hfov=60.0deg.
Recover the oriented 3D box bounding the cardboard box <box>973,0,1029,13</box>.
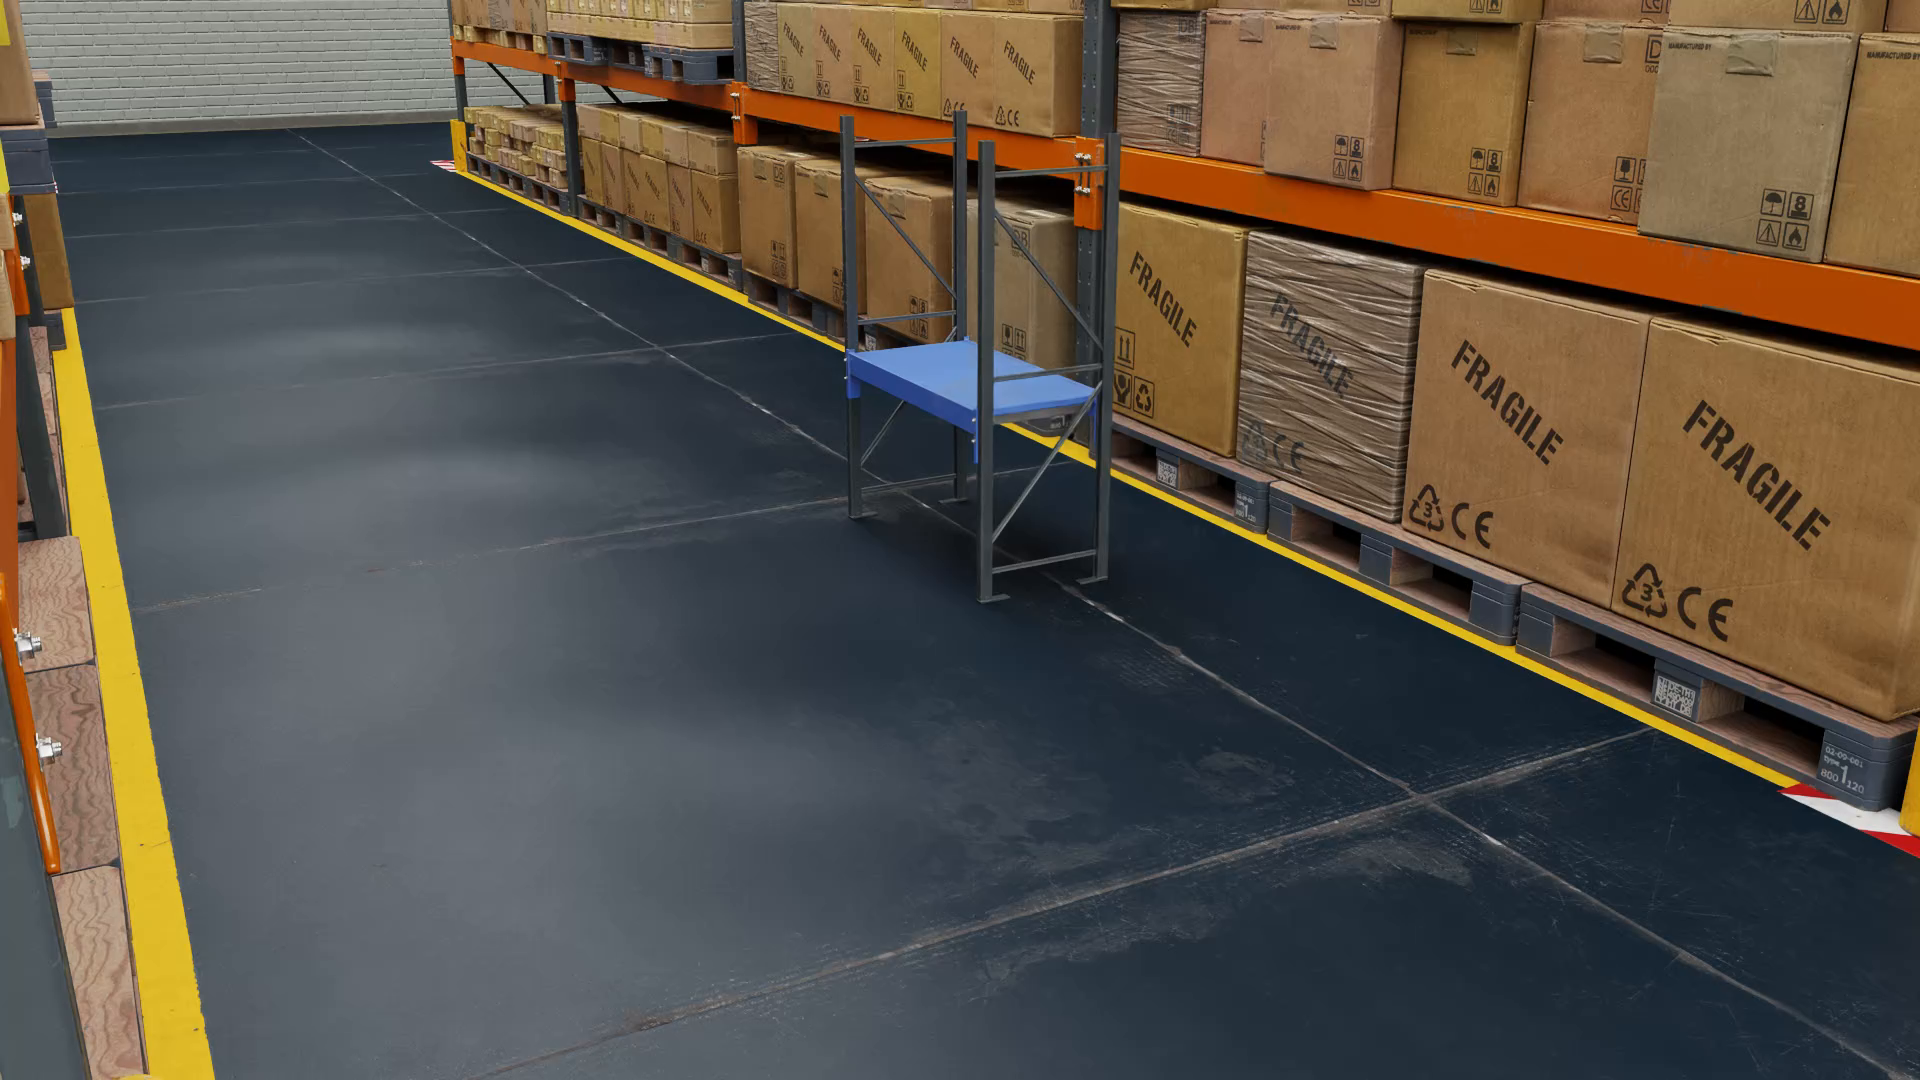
[{"bbox_3d":[0.485,-2.723,7.737,0.700,0.500,0.500,-10,22,-28],"label":"cardboard box"}]

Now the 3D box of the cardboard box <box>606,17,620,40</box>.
[{"bbox_3d":[-2.303,-3.659,11.878,0.380,0.149,0.250,-11,22,-29],"label":"cardboard box"}]

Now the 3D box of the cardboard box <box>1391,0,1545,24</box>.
[{"bbox_3d":[1.874,-1.917,5.202,0.875,0.550,0.500,-10,21,-27],"label":"cardboard box"}]

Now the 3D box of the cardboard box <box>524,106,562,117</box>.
[{"bbox_3d":[-4.184,-4.297,16.800,0.380,0.149,0.250,-10,21,-26],"label":"cardboard box"}]

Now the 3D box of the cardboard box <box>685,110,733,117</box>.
[{"bbox_3d":[-1.755,-3.108,12.578,0.500,0.250,0.500,-11,22,-29],"label":"cardboard box"}]

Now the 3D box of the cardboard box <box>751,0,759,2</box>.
[{"bbox_3d":[-1.241,-3.606,11.268,0.380,0.149,0.250,-11,22,-28],"label":"cardboard box"}]

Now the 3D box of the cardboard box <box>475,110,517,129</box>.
[{"bbox_3d":[-4.533,-4.135,16.331,0.380,0.149,0.250,-10,21,-27],"label":"cardboard box"}]

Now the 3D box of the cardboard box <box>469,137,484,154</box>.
[{"bbox_3d":[-4.760,-4.009,16.879,0.380,0.149,0.250,-10,21,-26],"label":"cardboard box"}]

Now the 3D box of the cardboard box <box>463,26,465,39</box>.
[{"bbox_3d":[-4.704,-5.029,16.493,0.380,0.149,0.250,-9,21,-25],"label":"cardboard box"}]

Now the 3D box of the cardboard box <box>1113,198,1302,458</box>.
[{"bbox_3d":[1.209,-0.916,6.802,0.875,0.875,0.875,-10,21,-26],"label":"cardboard box"}]

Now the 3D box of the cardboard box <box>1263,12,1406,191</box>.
[{"bbox_3d":[1.591,-1.553,5.803,0.875,0.550,0.550,-10,21,-27],"label":"cardboard box"}]

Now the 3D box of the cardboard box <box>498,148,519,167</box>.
[{"bbox_3d":[-4.168,-3.643,15.817,0.380,0.149,0.250,-11,22,-29],"label":"cardboard box"}]

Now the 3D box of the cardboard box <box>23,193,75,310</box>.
[{"bbox_3d":[-5.650,-1.718,9.126,1.225,0.875,0.875,-11,22,-29],"label":"cardboard box"}]

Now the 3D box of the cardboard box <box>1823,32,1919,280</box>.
[{"bbox_3d":[2.655,-0.936,4.015,0.875,0.550,0.550,-10,21,-27],"label":"cardboard box"}]

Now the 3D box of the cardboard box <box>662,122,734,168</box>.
[{"bbox_3d":[-1.733,-2.732,11.490,0.500,0.250,0.500,-10,21,-26],"label":"cardboard box"}]

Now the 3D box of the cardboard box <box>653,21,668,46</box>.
[{"bbox_3d":[-1.805,-3.357,11.004,0.380,0.149,0.250,-10,21,-26],"label":"cardboard box"}]

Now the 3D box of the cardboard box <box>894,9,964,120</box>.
[{"bbox_3d":[0.009,-2.359,8.217,0.500,0.500,0.500,-10,21,-26],"label":"cardboard box"}]

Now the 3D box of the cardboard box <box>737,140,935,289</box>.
[{"bbox_3d":[-0.718,-2.008,10.158,1.050,0.750,0.750,-10,22,-27],"label":"cardboard box"}]

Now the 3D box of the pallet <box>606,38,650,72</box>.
[{"bbox_3d":[-1.904,-3.533,12.066,1.003,0.211,1.213,-10,21,-27],"label":"pallet"}]

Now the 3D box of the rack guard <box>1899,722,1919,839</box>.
[{"bbox_3d":[2.882,0.423,4.139,1.175,0.500,0.348,-10,21,-27],"label":"rack guard"}]

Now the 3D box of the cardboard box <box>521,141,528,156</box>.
[{"bbox_3d":[-3.819,-3.630,15.324,0.380,0.149,0.250,-11,22,-29],"label":"cardboard box"}]

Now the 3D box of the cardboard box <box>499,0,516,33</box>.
[{"bbox_3d":[-3.786,-4.785,14.792,0.500,0.500,0.500,-10,21,-27],"label":"cardboard box"}]

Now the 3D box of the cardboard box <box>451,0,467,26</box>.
[{"bbox_3d":[-4.757,-5.375,16.500,0.500,0.500,0.500,-9,21,-24],"label":"cardboard box"}]

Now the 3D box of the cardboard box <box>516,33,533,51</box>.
[{"bbox_3d":[-3.718,-4.431,14.760,0.380,0.149,0.250,-11,22,-29],"label":"cardboard box"}]

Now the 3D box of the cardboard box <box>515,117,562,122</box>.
[{"bbox_3d":[-3.931,-3.856,15.521,0.380,0.149,0.250,-10,21,-27],"label":"cardboard box"}]

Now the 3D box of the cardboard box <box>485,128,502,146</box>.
[{"bbox_3d":[-4.403,-3.925,16.180,0.380,0.149,0.250,-9,21,-25],"label":"cardboard box"}]

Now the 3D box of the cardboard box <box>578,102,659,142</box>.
[{"bbox_3d":[-2.709,-3.329,13.218,0.500,0.250,0.500,-11,22,-29],"label":"cardboard box"}]

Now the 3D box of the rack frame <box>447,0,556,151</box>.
[{"bbox_3d":[-4.727,-5.359,17.062,1.000,3.000,0.127,-10,21,-27],"label":"rack frame"}]

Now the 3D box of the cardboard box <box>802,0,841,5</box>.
[{"bbox_3d":[-0.482,-3.307,9.429,0.700,0.500,0.500,-10,22,-27],"label":"cardboard box"}]

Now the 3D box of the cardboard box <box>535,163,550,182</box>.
[{"bbox_3d":[-3.545,-3.274,14.749,0.380,0.149,0.250,-11,22,-28],"label":"cardboard box"}]

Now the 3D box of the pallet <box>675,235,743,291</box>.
[{"bbox_3d":[-1.298,-1.968,11.512,1.003,0.211,1.213,-10,21,-27],"label":"pallet"}]

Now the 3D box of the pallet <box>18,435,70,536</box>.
[{"bbox_3d":[-3.812,-0.080,6.038,1.003,0.211,1.213,-10,21,-27],"label":"pallet"}]

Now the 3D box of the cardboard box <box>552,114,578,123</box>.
[{"bbox_3d":[-3.677,-3.997,15.930,0.380,0.149,0.250,-11,22,-28],"label":"cardboard box"}]

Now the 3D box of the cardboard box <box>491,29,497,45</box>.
[{"bbox_3d":[-4.180,-4.734,15.637,0.380,0.149,0.250,-10,22,-28],"label":"cardboard box"}]

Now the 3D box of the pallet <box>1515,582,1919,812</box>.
[{"bbox_3d":[2.423,0.335,4.836,1.003,0.211,1.213,-10,21,-27],"label":"pallet"}]

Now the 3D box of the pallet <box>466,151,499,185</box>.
[{"bbox_3d":[-4.336,-3.780,16.762,1.003,0.211,1.213,-10,21,-27],"label":"pallet"}]

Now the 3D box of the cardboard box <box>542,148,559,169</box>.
[{"bbox_3d":[-3.396,-3.319,14.421,0.380,0.149,0.250,-11,22,-29],"label":"cardboard box"}]

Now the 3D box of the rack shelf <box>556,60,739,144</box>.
[{"bbox_3d":[-1.878,-3.296,12.188,1.077,0.370,4.000,-10,21,-27],"label":"rack shelf"}]

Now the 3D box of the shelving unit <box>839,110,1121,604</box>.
[{"bbox_3d":[0.041,-0.684,5.816,0.538,1.500,1.048,-10,21,-27],"label":"shelving unit"}]

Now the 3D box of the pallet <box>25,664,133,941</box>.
[{"bbox_3d":[-2.508,0.682,3.832,1.003,0.211,1.213,-10,21,-27],"label":"pallet"}]

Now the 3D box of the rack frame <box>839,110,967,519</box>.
[{"bbox_3d":[-0.201,-0.830,6.239,0.500,1.500,0.032,-10,21,-27],"label":"rack frame"}]

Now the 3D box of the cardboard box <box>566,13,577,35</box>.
[{"bbox_3d":[-2.793,-3.955,12.735,0.380,0.149,0.250,-10,21,-26],"label":"cardboard box"}]

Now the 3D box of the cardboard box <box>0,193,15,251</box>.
[{"bbox_3d":[-2.688,-0.831,4.325,0.380,0.149,0.250,-10,21,-27],"label":"cardboard box"}]

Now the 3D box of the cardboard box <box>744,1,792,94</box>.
[{"bbox_3d":[-0.952,-2.939,9.896,0.500,0.500,0.500,-10,21,-26],"label":"cardboard box"}]

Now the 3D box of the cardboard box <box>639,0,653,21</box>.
[{"bbox_3d":[-1.937,-3.577,11.184,0.380,0.149,0.250,-10,21,-27],"label":"cardboard box"}]

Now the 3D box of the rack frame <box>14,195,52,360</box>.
[{"bbox_3d":[-5.341,-2.323,8.264,1.000,3.000,0.127,-10,21,-27],"label":"rack frame"}]

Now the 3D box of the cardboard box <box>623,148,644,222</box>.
[{"bbox_3d":[-2.196,-2.674,12.471,0.500,0.500,0.500,-10,21,-26],"label":"cardboard box"}]

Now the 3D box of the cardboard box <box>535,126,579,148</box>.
[{"bbox_3d":[-3.506,-3.542,14.612,0.380,0.149,0.250,-10,22,-27],"label":"cardboard box"}]

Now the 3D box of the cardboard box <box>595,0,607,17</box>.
[{"bbox_3d":[-2.418,-3.870,12.035,0.380,0.149,0.250,-10,22,-28],"label":"cardboard box"}]

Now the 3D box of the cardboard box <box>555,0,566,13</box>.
[{"bbox_3d":[-2.920,-4.172,12.909,0.380,0.149,0.250,-10,22,-28],"label":"cardboard box"}]
